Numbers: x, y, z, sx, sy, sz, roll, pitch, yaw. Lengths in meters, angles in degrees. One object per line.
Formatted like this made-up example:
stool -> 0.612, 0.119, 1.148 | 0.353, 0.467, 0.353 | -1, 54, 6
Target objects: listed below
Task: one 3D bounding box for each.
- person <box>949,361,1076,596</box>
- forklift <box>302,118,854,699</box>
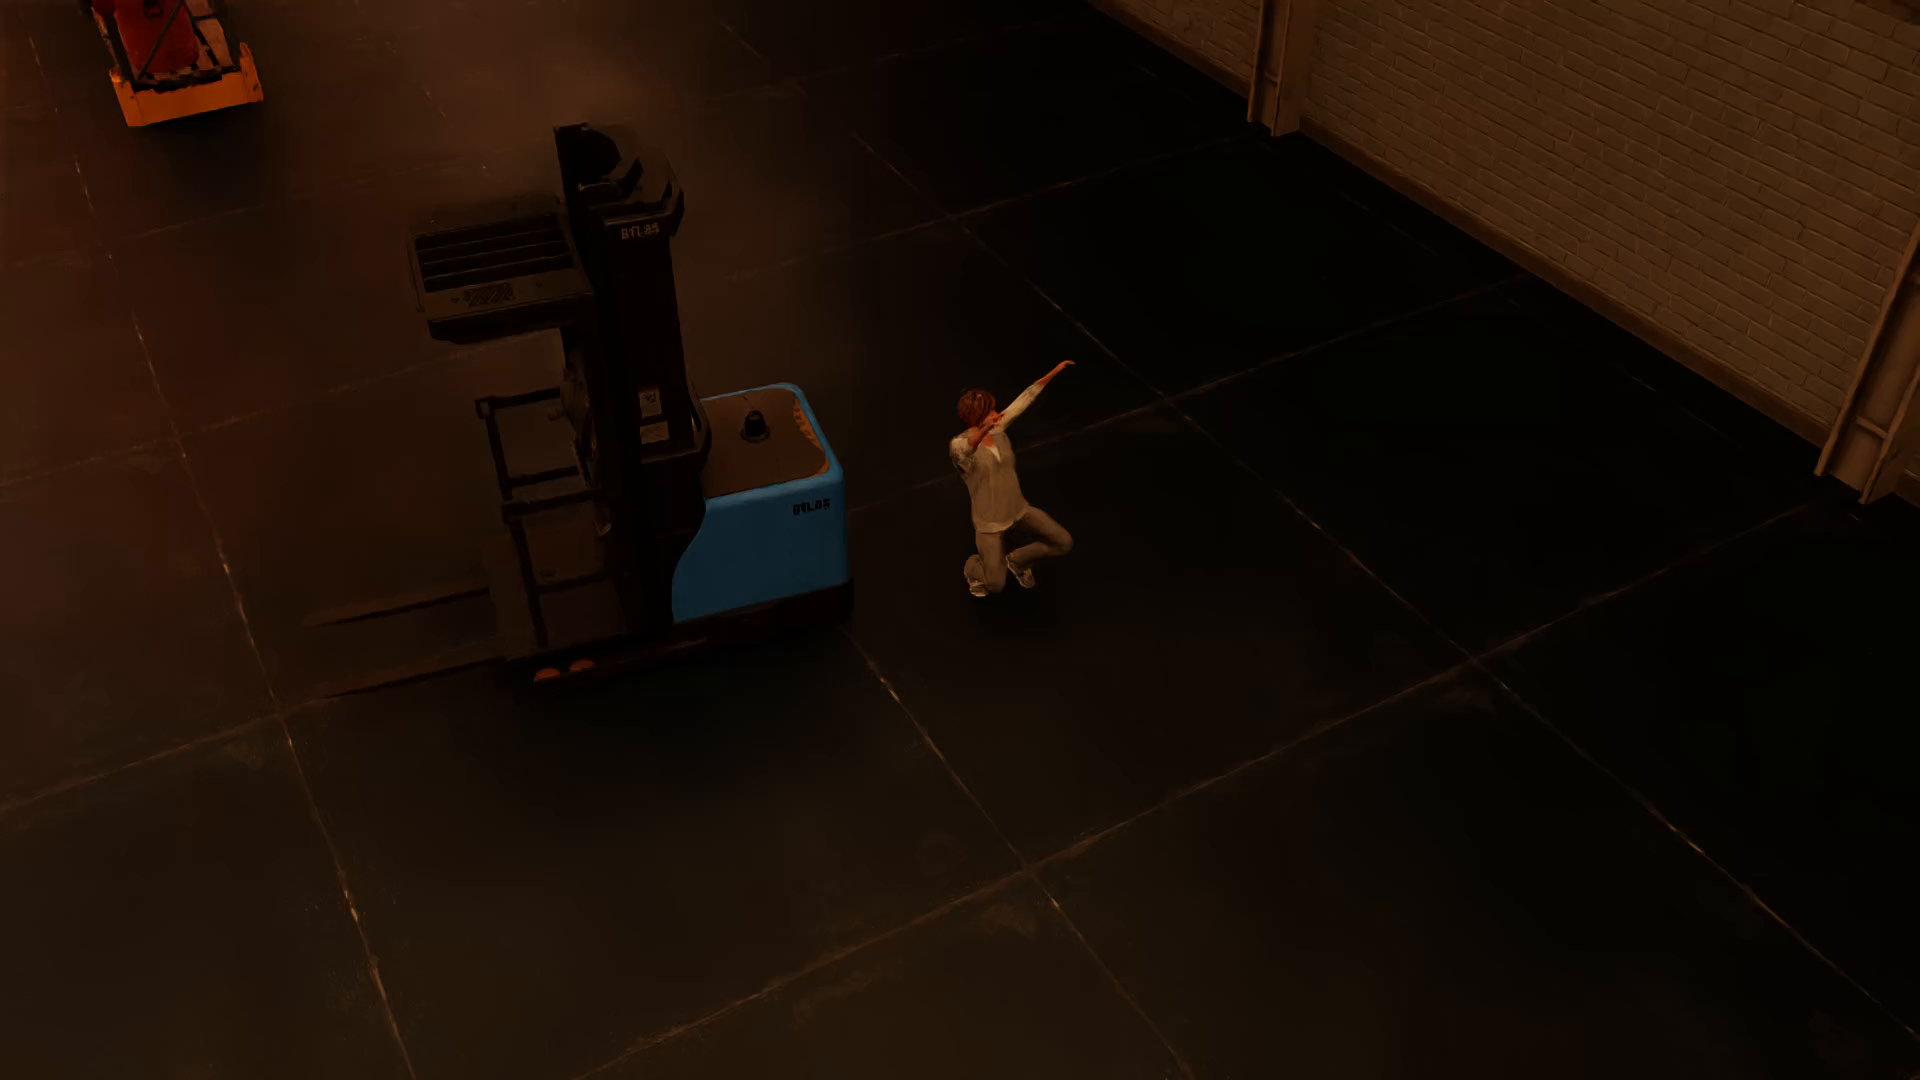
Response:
person -> 0.325, -0.306, 9.526 | 0.897, 1.507, 0.701 | -28, 47, -30
forklift -> -2.196, -0.635, 8.802 | 3.031, 2.935, 1.130 | -13, 41, -15
